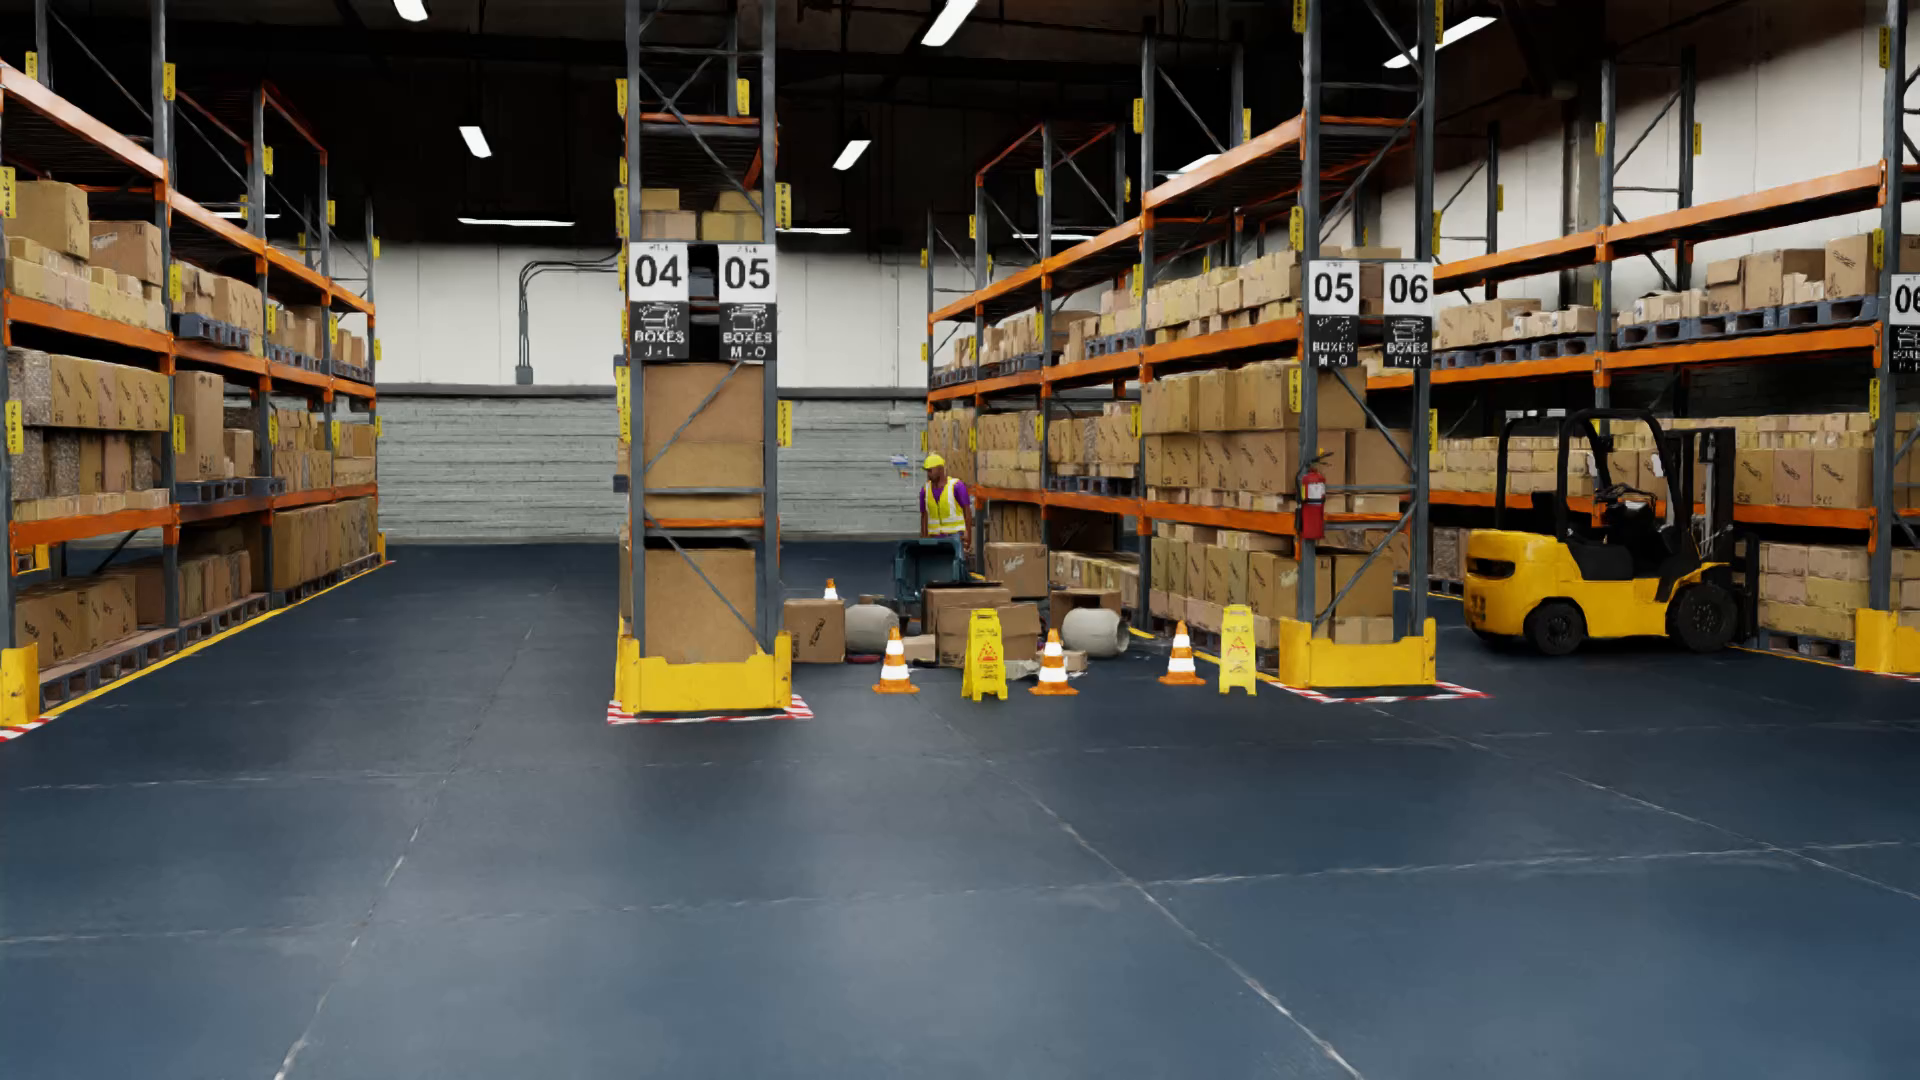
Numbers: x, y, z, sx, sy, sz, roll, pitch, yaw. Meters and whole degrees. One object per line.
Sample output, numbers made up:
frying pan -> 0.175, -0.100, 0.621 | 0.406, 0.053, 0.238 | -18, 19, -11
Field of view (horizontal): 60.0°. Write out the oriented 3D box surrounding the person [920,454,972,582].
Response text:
person -> -0.143, -0.049, 17.938 | 0.613, 1.752, 0.513 | 1, 3, 20
